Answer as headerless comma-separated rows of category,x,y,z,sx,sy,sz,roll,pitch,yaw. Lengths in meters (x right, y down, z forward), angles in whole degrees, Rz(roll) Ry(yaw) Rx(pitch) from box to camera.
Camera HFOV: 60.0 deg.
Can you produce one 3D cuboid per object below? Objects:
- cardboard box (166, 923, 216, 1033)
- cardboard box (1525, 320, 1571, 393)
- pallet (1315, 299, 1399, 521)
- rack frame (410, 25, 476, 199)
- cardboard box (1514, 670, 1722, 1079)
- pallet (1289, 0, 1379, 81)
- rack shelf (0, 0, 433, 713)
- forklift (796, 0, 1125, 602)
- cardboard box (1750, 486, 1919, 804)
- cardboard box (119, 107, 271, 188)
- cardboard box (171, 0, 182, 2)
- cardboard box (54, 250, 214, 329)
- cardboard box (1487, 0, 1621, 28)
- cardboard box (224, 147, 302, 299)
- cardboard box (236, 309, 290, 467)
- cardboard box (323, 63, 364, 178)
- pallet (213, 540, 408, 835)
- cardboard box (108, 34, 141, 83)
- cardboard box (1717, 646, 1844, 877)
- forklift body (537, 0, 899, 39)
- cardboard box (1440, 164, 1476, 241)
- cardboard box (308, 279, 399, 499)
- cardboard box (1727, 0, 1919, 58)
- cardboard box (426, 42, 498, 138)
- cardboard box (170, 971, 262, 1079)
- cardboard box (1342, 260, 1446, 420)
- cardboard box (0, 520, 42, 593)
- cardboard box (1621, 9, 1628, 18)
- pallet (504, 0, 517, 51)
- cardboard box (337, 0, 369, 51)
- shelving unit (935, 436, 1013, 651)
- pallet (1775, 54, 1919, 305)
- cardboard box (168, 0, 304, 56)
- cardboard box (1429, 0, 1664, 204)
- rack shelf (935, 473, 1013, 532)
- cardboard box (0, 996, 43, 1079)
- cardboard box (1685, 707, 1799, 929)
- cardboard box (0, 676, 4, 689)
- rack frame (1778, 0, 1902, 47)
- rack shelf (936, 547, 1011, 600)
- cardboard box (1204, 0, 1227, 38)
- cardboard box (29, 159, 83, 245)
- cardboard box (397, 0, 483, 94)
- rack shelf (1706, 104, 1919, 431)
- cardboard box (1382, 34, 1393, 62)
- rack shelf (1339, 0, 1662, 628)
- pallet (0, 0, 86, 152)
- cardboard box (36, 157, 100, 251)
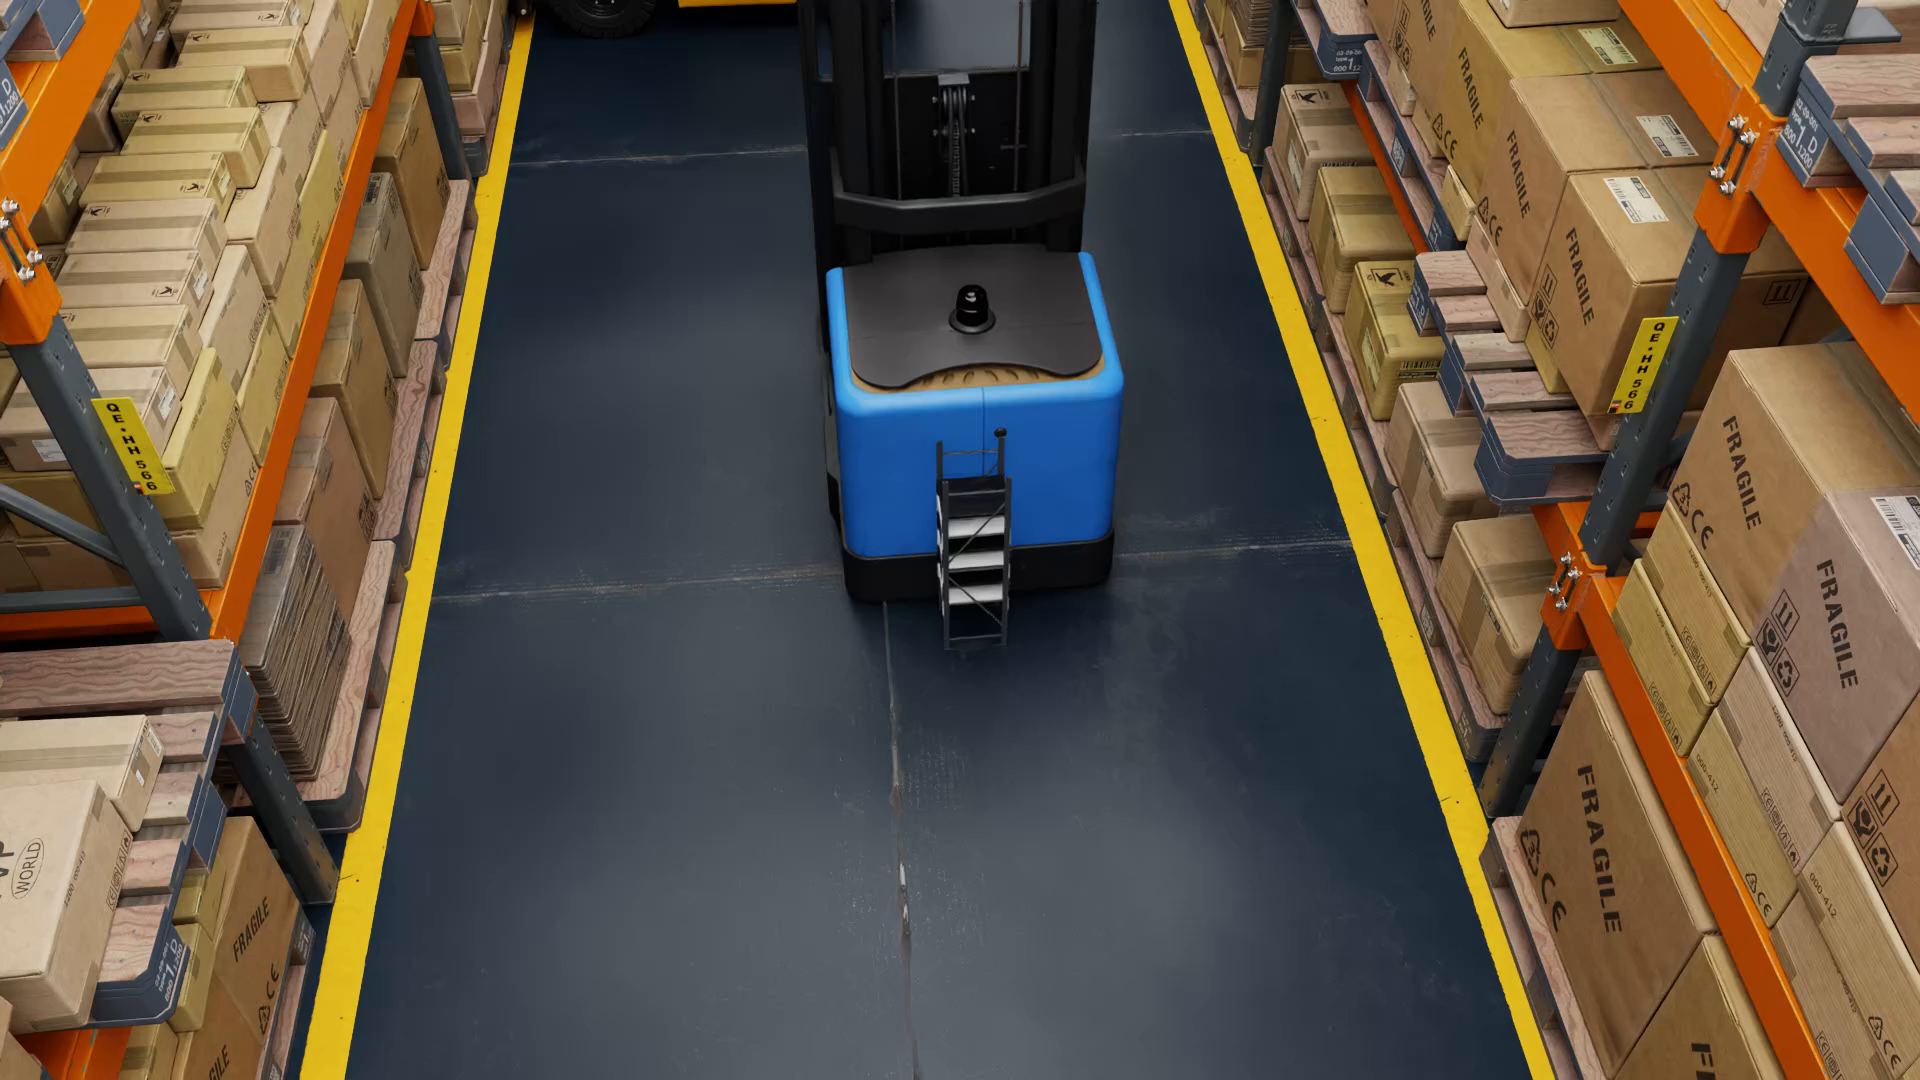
cardboard box,-2.261,1.209,4.525,0.380,0.149,0.250,-6,47,-5
cardboard box,1.981,-0.596,5.132,0.380,0.149,0.250,-3,47,-3
pallet,2.175,-0.612,7.185,1.003,0.211,1.213,-3,47,-3
rack frame,-2.943,-2.715,7.255,1.000,3.000,0.127,-3,47,-3
cardboard box,2.313,0.966,4.943,0.875,0.875,0.875,-4,47,-4
pallet,1.922,-2.391,7.081,1.003,0.211,1.213,-3,47,-3
rack shelf,-2.776,-1.020,6.146,1.077,0.370,4.000,-3,47,-3
forklift,-0.074,-1.846,6.479,1.130,2.935,3.031,-4,47,-4
cardboard box,2.186,0.227,3.712,0.500,0.500,0.500,-3,47,-3
cardboard box,-2.460,-1.260,5.362,0.380,0.149,0.250,-3,47,-2
cardboard box,-3.124,-2.088,6.421,0.500,0.250,0.500,-4,47,-4
cardboard box,-2.412,-0.704,4.835,0.380,0.149,0.250,-2,47,-2
cardboard box,1.919,-1.796,5.375,0.380,0.149,0.250,-6,47,-5
cardboard box,-2.469,-1.019,5.408,0.500,0.250,0.500,-5,47,-4
cardboard box,-2.439,-0.469,5.232,0.500,0.250,0.500,-4,47,-4
cardboard box,-2.582,-1.590,6.293,0.500,0.250,0.500,-3,47,-3
pallet,-2.638,0.540,6.093,1.003,0.211,1.213,-3,47,-3
cardboard box,-3.046,-1.599,5.683,0.380,0.149,0.250,-3,47,-3
cardboard box,2.176,0.510,3.960,0.500,0.250,0.500,-2,47,-2
forklift body,-1.301,-4.056,9.110,2.313,2.155,1.214,-3,47,-3
cardboard box,1.865,-1.156,5.663,0.380,0.149,0.250,-3,47,-3
cardboard box,-2.766,-0.560,6.561,0.875,0.625,0.625,-5,47,-5
cardboard box,2.102,-1.285,4.008,0.380,0.149,0.250,-3,47,-3
cardboard box,-2.654,-2.284,8.452,0.500,0.250,0.500,-3,47,-3
cardboard box,-2.327,1.550,4.648,0.500,0.500,0.500,-4,47,-4
cardboard box,2.173,-0.858,7.017,0.950,0.372,0.625,-2,47,-2
cardboard box,-2.901,-0.079,4.862,0.500,0.250,0.500,-4,47,-4
cardboard box,2.429,-1.506,5.548,0.500,0.500,0.500,-3,47,-3
pallet,-3.073,-3.219,9.653,1.003,0.211,1.213,-3,47,-3
cardboard box,-2.597,-2.124,6.454,0.500,0.250,0.500,-5,47,-4
shelving unit,0.048,0.029,6.103,0.258,0.900,0.210,-4,47,-4
pallet,2.444,-0.629,3.344,1.213,0.211,1.003,-2,47,-1
cardboard box,-2.557,-1.816,5.888,0.380,0.149,0.250,-3,47,-3
cardboard box,1.925,-1.457,5.501,0.500,0.500,0.500,-6,47,-6
rack shelf,0.048,-0.134,5.931,0.258,0.077,0.200,-4,47,-4
cardboard box,-2.287,1.169,3.216,0.797,0.503,0.637,-4,47,-4
cardboard box,2.188,0.666,4.156,0.500,0.250,0.500,-5,47,-4
cardboard box,-2.721,0.382,3.964,0.500,0.500,0.500,-2,47,-1
rack frame,2.338,-2.188,2.624,1.000,3.000,0.127,-3,47,-3
rack shelf,0.048,0.113,6.193,0.258,0.077,0.200,-4,47,-4
cardboard box,1.631,-3.014,9.143,0.500,0.250,0.500,-5,47,-4
cardboard box,-2.966,-1.042,5.155,0.380,0.149,0.250,-4,47,-4
cardboard box,-2.676,-2.454,8.269,0.500,0.250,0.500,-4,47,-3
rack shelf,2.505,0.538,2.604,1.077,0.370,4.000,-3,47,-3
cardboard box,1.845,-1.909,6.376,0.380,0.149,0.250,-3,47,-3
rack shelf,2.170,-1.325,6.434,1.077,0.370,4.000,-3,47,-3
pallet,-2.754,-1.273,3.954,1.213,0.211,1.003,-2,47,-1
cardboard box,-3.007,-0.982,5.373,0.500,0.250,0.500,-4,47,-4
